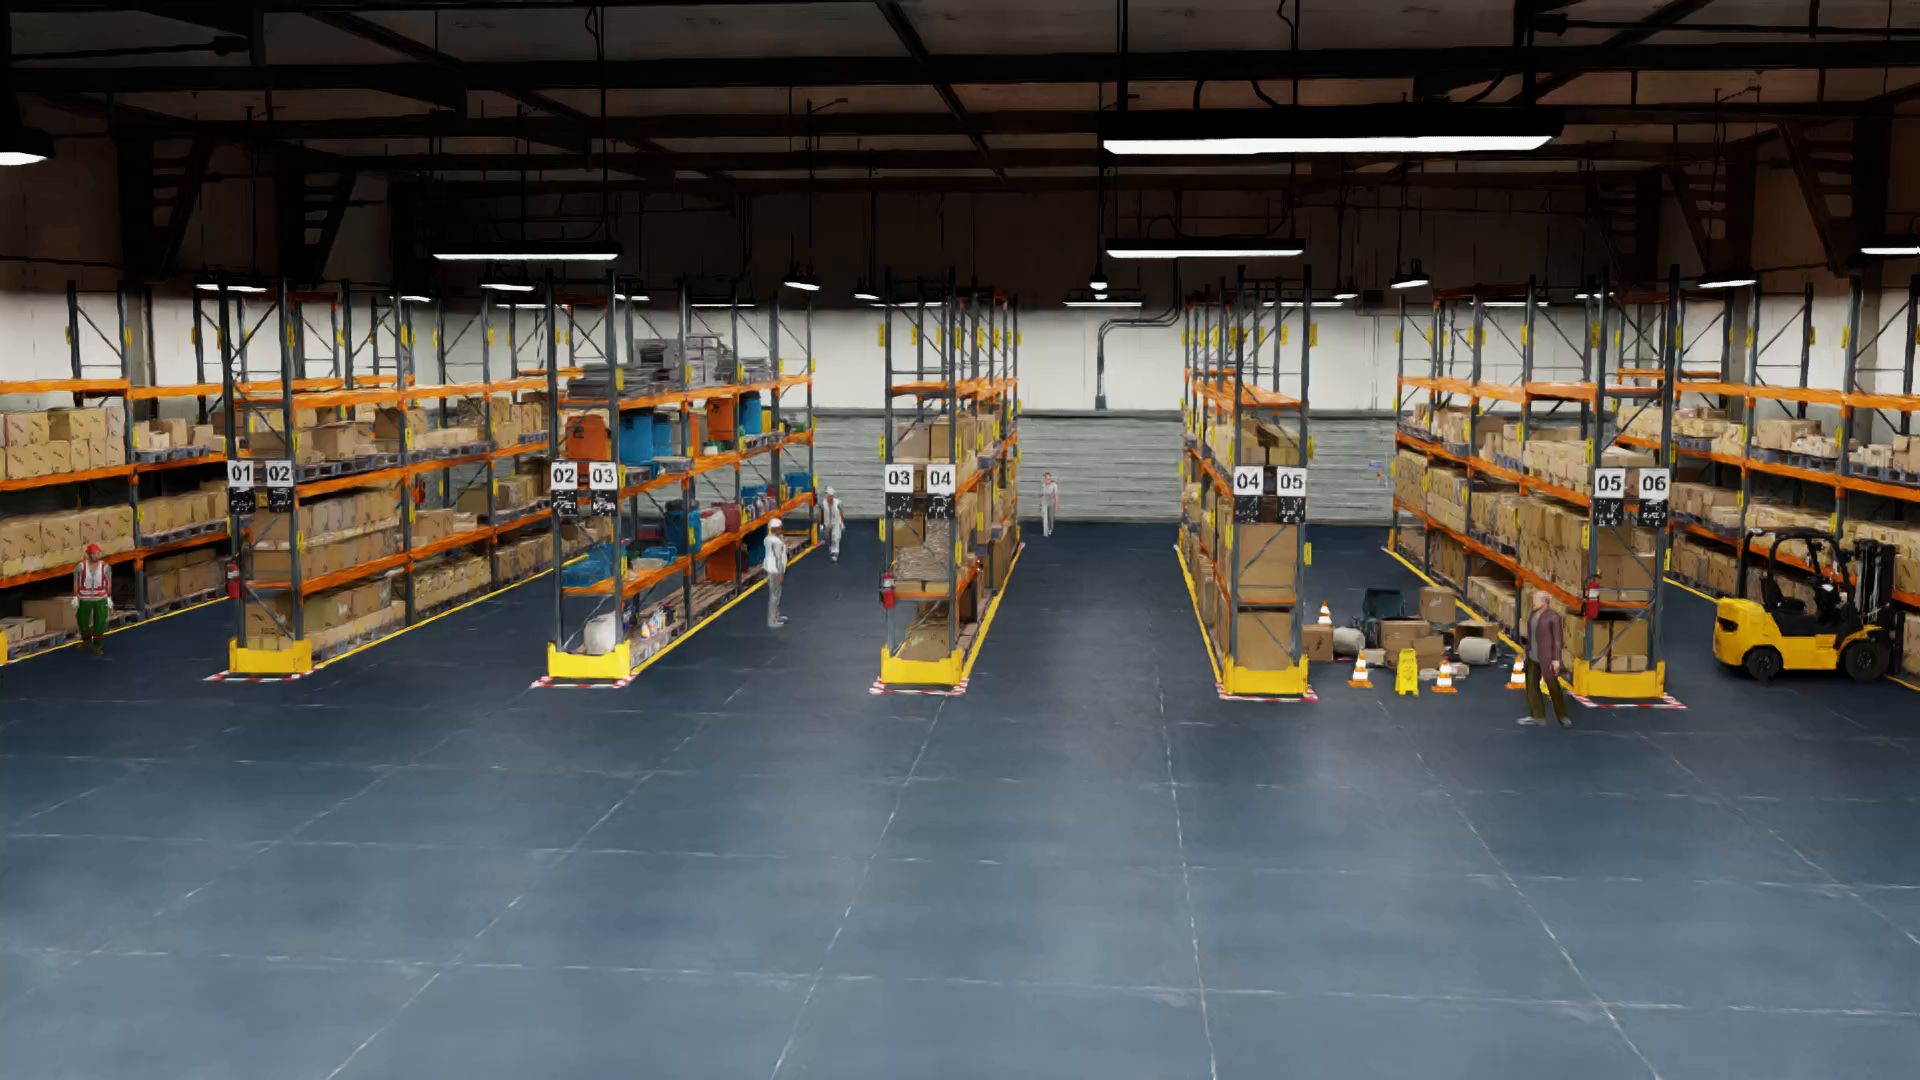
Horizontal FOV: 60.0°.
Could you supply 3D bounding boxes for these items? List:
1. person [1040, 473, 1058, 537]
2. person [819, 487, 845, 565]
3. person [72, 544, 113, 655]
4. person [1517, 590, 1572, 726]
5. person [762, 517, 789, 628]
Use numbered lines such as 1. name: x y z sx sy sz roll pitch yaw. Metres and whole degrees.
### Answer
1. person: 2.256 -0.902 42.004 0.453 1.612 1.019 0 7 4
2. person: -2.862 -0.340 36.905 0.553 1.709 1.123 1 7 7
3. person: -13.761 0.928 26.371 0.588 1.777 0.576 -4 8 -30
4. person: 7.595 1.534 21.529 0.596 1.752 0.693 -3 8 -24
5. person: -2.988 0.516 27.288 0.464 1.777 0.601 -3 8 -23
